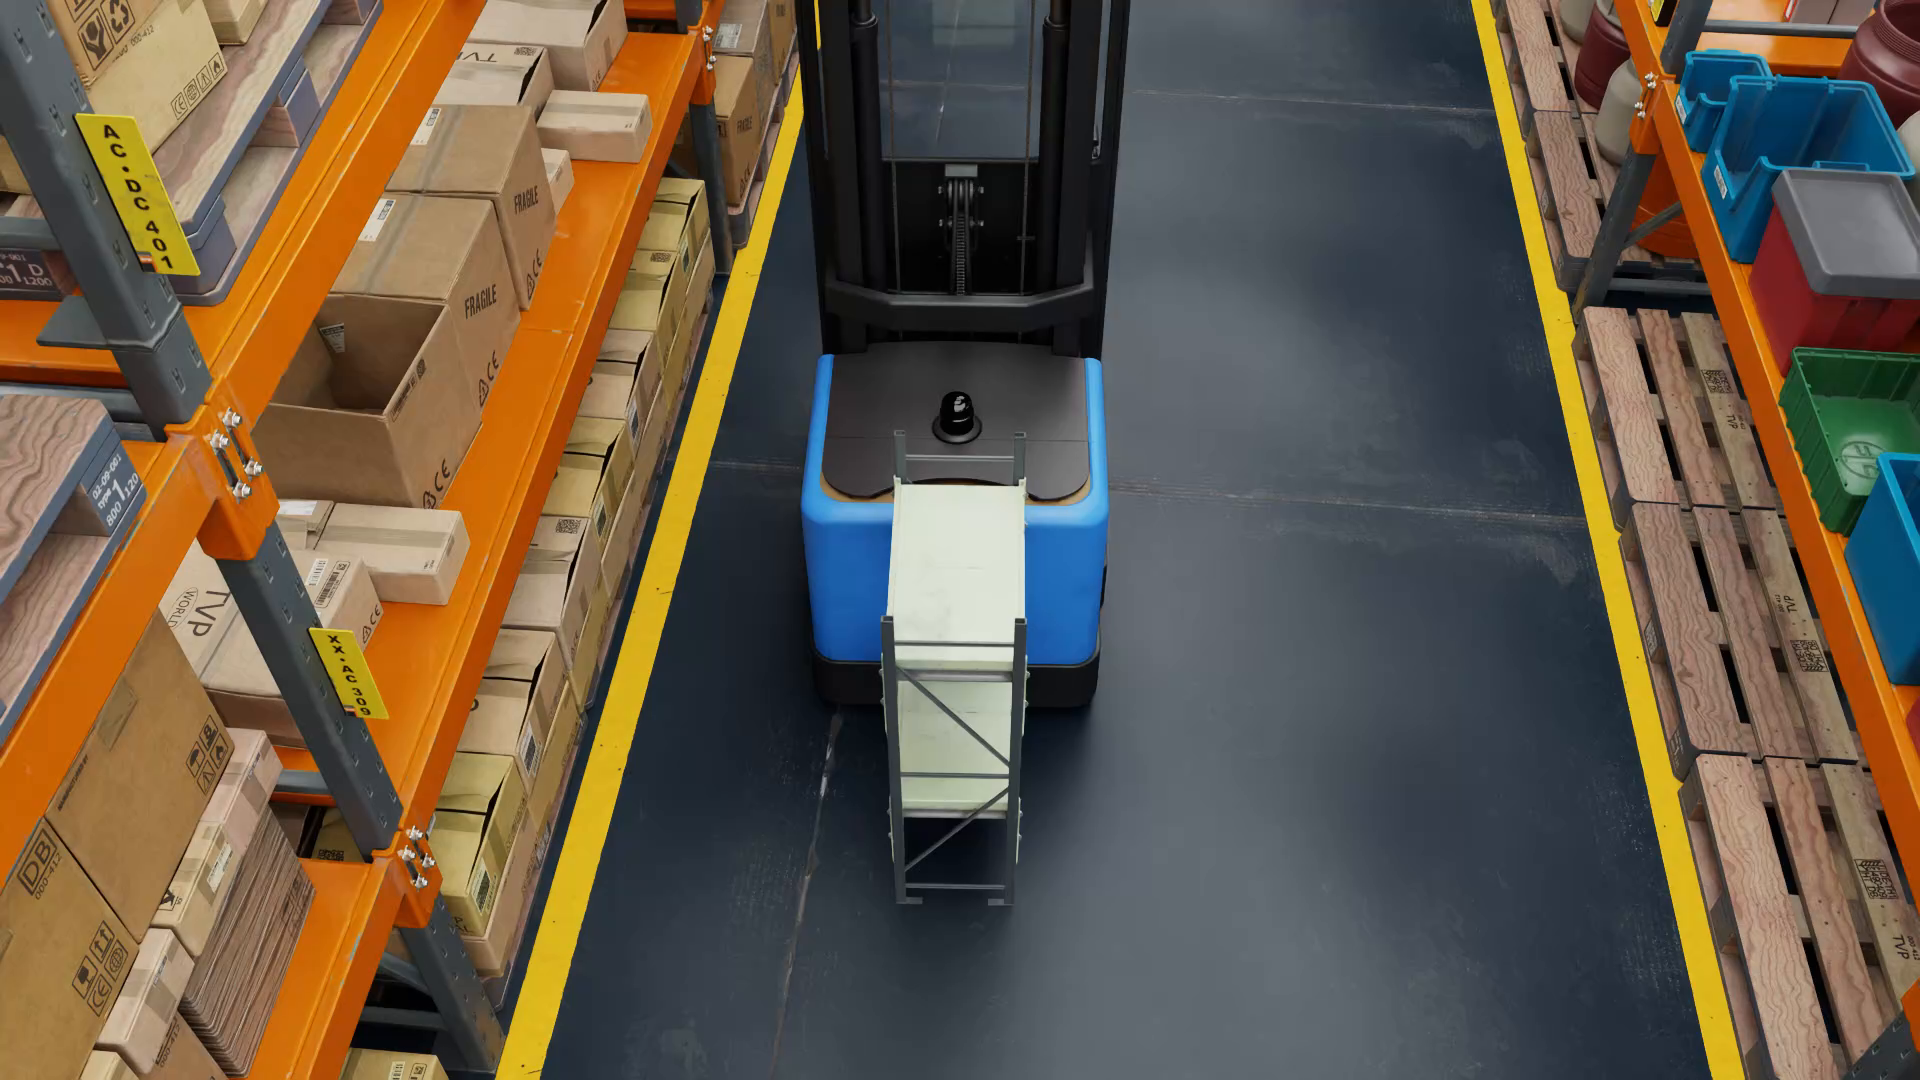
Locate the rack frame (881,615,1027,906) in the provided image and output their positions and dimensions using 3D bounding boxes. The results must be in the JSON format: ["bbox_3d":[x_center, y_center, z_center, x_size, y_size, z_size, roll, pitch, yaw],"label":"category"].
[{"bbox_3d":[-0.017,0.724,5.097,0.400,1.500,0.023,1,48,1],"label":"rack frame"}]

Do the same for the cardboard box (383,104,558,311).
[{"bbox_3d":[-1.725,-1.146,5.724,0.500,0.500,0.500,2,48,1],"label":"cardboard box"}]

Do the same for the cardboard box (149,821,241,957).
[{"bbox_3d":[-1.789,0.736,3.563,0.380,0.149,0.250,3,48,3],"label":"cardboard box"}]

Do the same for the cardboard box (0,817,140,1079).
[{"bbox_3d":[-2.032,0.819,3.047,0.700,0.500,0.500,4,48,3],"label":"cardboard box"}]

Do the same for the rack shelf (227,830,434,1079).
[{"bbox_3d":[-2.136,2.305,3.122,1.077,0.370,4.000,4,48,4],"label":"rack shelf"}]

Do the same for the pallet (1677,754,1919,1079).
[{"bbox_3d":[3.012,1.290,5.453,1.003,0.211,1.213,4,48,4],"label":"pallet"}]

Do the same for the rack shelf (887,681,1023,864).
[{"bbox_3d":[-0.008,0.674,5.584,0.431,0.370,0.720,1,48,1],"label":"rack shelf"}]

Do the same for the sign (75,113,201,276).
[{"bbox_3d":[-1.401,-0.585,2.841,0.100,0.325,0.005,4,48,4],"label":"sign"}]

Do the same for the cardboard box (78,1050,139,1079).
[{"bbox_3d":[-1.834,1.121,3.210,0.380,0.149,0.250,4,48,3],"label":"cardboard box"}]

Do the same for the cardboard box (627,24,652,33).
[{"bbox_3d":[-1.736,-2.649,8.054,0.500,0.250,0.500,6,48,5],"label":"cardboard box"}]

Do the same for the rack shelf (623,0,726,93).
[{"bbox_3d":[-1.407,-3.574,8.499,1.077,0.370,4.000,4,48,4],"label":"rack shelf"}]

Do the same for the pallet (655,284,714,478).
[{"bbox_3d":[-1.703,-0.803,7.368,1.003,0.211,1.213,4,48,4],"label":"pallet"}]

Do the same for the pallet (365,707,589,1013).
[{"bbox_3d":[-1.925,0.990,5.728,1.003,0.211,1.213,4,48,4],"label":"pallet"}]

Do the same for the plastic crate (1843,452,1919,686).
[{"bbox_3d":[2.770,0.102,4.660,0.392,0.384,0.575,4,48,4],"label":"plastic crate"}]

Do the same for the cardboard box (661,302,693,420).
[{"bbox_3d":[-1.437,-0.778,7.034,0.500,0.250,0.500,3,48,3],"label":"cardboard box"}]

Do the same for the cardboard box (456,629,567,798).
[{"bbox_3d":[-1.617,0.535,5.452,0.500,0.311,0.500,3,48,3],"label":"cardboard box"}]

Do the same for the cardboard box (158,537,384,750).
[{"bbox_3d":[-1.952,0.279,4.590,0.500,0.250,0.500,7,48,6],"label":"cardboard box"}]

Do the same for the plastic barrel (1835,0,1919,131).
[{"bbox_3d":[3.603,-1.695,6.202,0.600,0.536,0.708,4,48,4],"label":"plastic barrel"}]

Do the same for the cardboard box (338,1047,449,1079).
[{"bbox_3d":[-1.778,1.734,4.736,0.500,0.250,0.500,4,48,4],"label":"cardboard box"}]

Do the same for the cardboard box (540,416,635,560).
[{"bbox_3d":[-1.529,-0.227,6.150,0.500,0.311,0.500,5,48,5],"label":"cardboard box"}]

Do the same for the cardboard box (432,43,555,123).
[{"bbox_3d":[-1.863,-1.672,6.333,0.500,0.311,0.500,3,48,3],"label":"cardboard box"}]

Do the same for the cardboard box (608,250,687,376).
[{"bbox_3d":[-1.432,-0.966,6.825,0.500,0.311,0.500,3,48,3],"label":"cardboard box"}]

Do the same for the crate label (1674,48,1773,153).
[{"bbox_3d":[2.932,-1.670,6.384,0.303,0.233,0.416,4,48,4],"label":"crate label"}]

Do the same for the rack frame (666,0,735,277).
[{"bbox_3d":[-1.589,-2.347,6.889,1.000,3.000,0.127,4,48,4],"label":"rack frame"}]

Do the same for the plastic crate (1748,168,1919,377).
[{"bbox_3d":[2.892,-0.866,5.491,0.402,0.464,0.583,4,48,4],"label":"plastic crate"}]

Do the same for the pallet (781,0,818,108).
[{"bbox_3d":[-1.369,-2.846,9.236,1.003,0.211,1.213,4,48,4],"label":"pallet"}]

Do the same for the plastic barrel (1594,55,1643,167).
[{"bbox_3d":[3.334,-2.094,8.060,0.421,0.512,0.421,0,48,0],"label":"plastic barrel"}]

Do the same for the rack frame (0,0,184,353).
[{"bbox_3d":[-1.953,-1.432,1.987,1.000,3.000,0.127,4,48,4],"label":"rack frame"}]

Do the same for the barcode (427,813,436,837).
[{"bbox_3d":[-1.515,0.804,4.753,0.001,0.075,0.075,4,48,4],"label":"barcode"}]

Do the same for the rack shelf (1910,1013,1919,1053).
[{"bbox_3d":[2.797,2.641,2.815,1.077,0.370,4.000,4,48,4],"label":"rack shelf"}]

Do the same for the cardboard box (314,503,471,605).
[{"bbox_3d":[-1.669,0.040,4.877,0.380,0.149,0.250,4,48,4],"label":"cardboard box"}]

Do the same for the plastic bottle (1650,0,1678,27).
[{"bbox_3d":[2.956,-2.297,6.923,0.061,0.283,0.133,4,48,4],"label":"plastic bottle"}]

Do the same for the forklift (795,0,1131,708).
[{"bbox_3d":[0.014,-1.448,6.114,1.130,2.935,3.031,1,48,1],"label":"forklift"}]

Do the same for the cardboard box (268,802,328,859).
[{"bbox_3d":[-2.202,0.873,5.144,0.500,0.311,0.500,4,48,4],"label":"cardboard box"}]

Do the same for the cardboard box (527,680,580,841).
[{"bbox_3d":[-1.622,0.724,5.660,0.500,0.250,0.500,5,48,5],"label":"cardboard box"}]

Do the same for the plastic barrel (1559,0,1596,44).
[{"bbox_3d":[3.437,-2.924,8.819,0.421,0.512,0.421,0,48,0],"label":"plastic barrel"}]

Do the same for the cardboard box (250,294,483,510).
[{"bbox_3d":[-1.819,-0.391,5.033,0.500,0.500,0.500,7,48,6],"label":"cardboard box"}]

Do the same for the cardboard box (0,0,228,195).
[{"bbox_3d":[-1.888,-0.963,3.408,0.500,0.250,0.500,8,48,8],"label":"cardboard box"}]

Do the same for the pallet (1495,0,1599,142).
[{"bbox_3d":[3.488,-2.546,8.961,1.003,0.211,1.213,4,48,4],"label":"pallet"}]

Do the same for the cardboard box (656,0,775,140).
[{"bbox_3d":[-1.221,-2.352,8.290,0.500,0.500,0.500,2,48,2],"label":"cardboard box"}]

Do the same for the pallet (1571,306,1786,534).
[{"bbox_3d":[3.234,-0.503,7.093,1.003,0.211,1.213,4,48,4],"label":"pallet"}]

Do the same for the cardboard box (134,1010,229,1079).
[{"bbox_3d":[-2.029,1.273,3.511,0.700,0.500,0.500,3,48,3],"label":"cardboard box"}]

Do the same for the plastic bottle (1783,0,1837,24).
[{"bbox_3d":[3.553,-2.275,6.908,0.152,0.276,0.135,4,48,4],"label":"plastic bottle"}]

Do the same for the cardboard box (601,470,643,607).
[{"bbox_3d":[-1.530,-0.031,6.350,0.500,0.250,0.500,5,48,4],"label":"cardboard box"}]

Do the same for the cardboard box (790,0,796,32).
[{"bbox_3d":[-1.128,-3.104,8.978,0.500,0.500,0.500,2,48,2],"label":"cardboard box"}]

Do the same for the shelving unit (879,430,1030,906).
[{"bbox_3d":[-0.008,0.454,5.344,0.431,1.500,0.755,1,48,1],"label":"shelving unit"}]

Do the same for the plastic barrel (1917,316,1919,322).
[{"bbox_3d":[3.424,-0.969,5.553,0.421,0.512,0.421,0,48,0],"label":"plastic barrel"}]

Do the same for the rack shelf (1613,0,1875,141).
[{"bbox_3d":[3.526,-3.238,8.192,1.077,0.370,4.000,4,48,4],"label":"rack shelf"}]
